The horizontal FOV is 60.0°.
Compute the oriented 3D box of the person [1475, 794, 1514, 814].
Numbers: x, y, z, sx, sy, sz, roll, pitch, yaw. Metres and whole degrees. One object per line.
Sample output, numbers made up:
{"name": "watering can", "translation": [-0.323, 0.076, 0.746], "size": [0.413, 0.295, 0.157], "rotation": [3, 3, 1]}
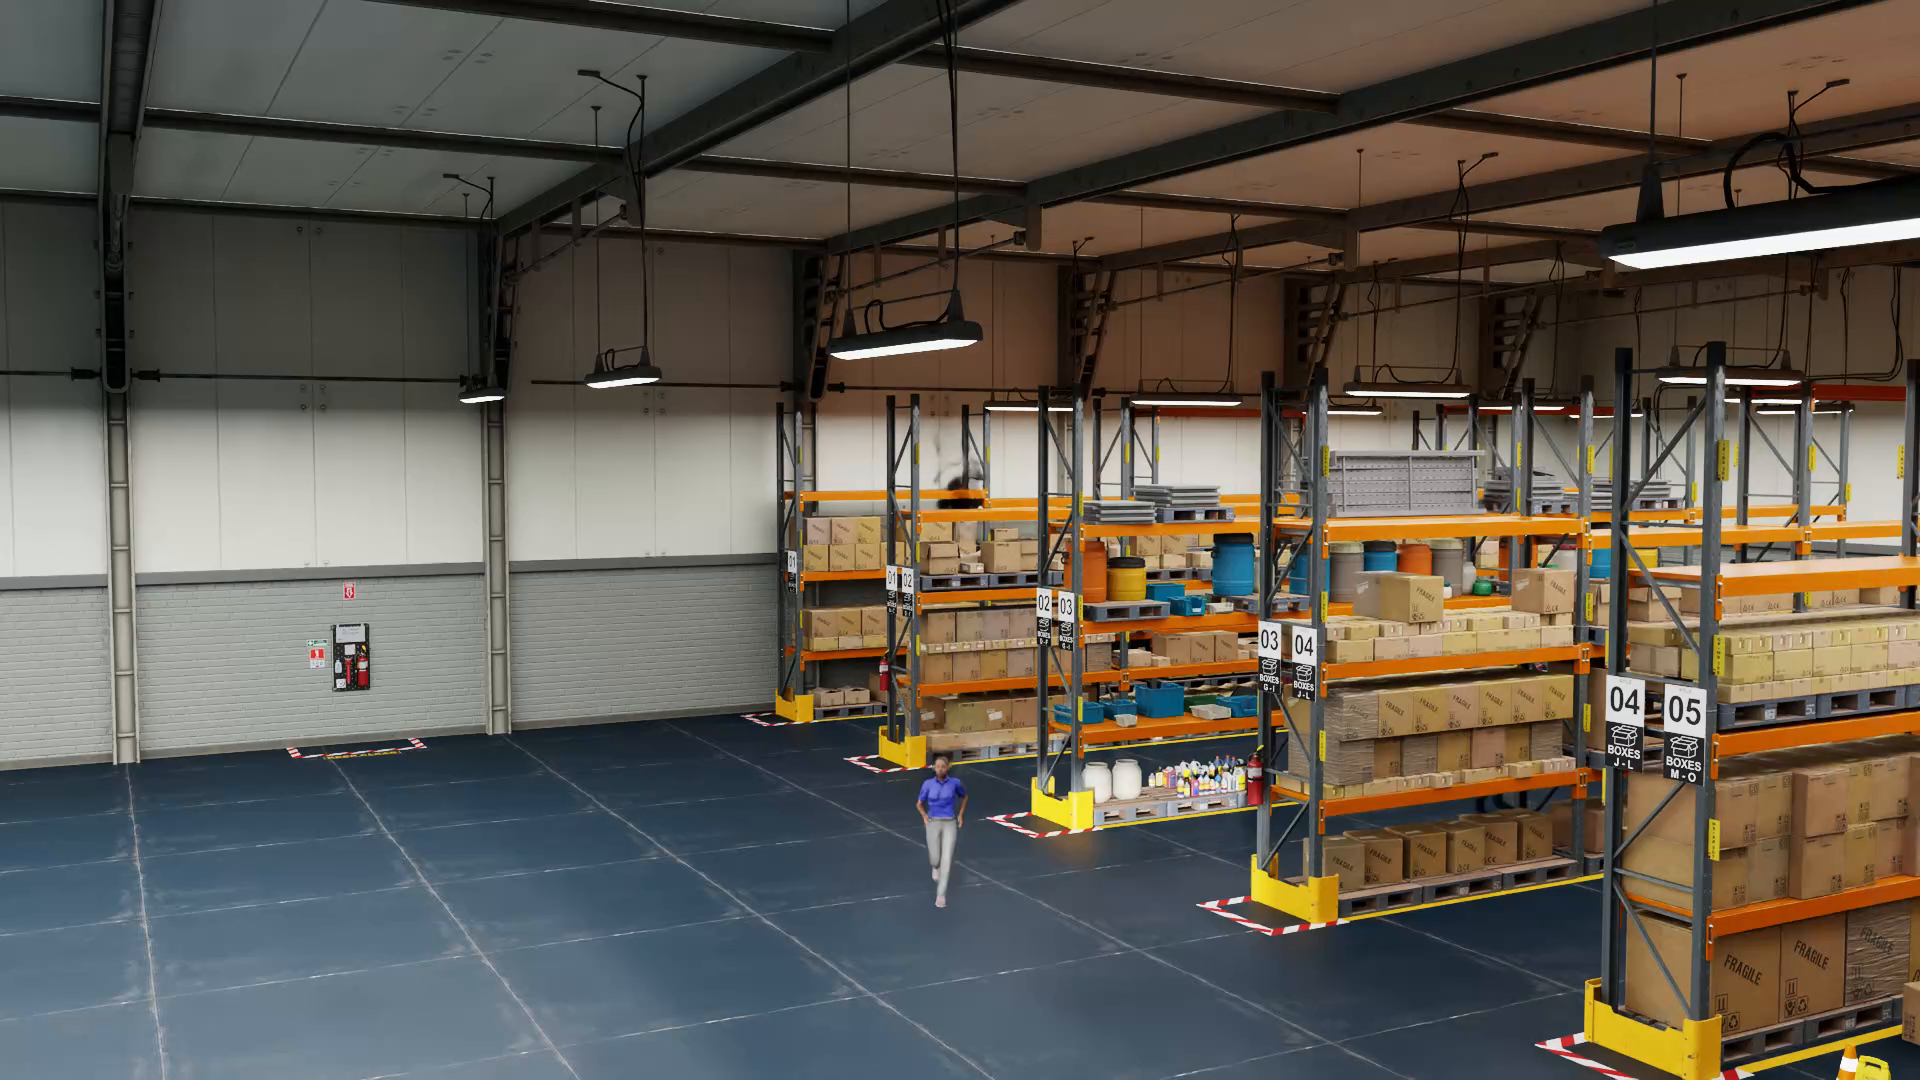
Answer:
{"name": "person", "translation": [6.999, 3.118, 21.893], "size": [0.877, 1.576, 0.543], "rotation": [-2, 4, -34]}

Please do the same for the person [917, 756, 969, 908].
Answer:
{"name": "person", "translation": [-0.200, 3.288, 18.982], "size": [0.588, 1.653, 0.827], "rotation": [0, 3, 2]}
